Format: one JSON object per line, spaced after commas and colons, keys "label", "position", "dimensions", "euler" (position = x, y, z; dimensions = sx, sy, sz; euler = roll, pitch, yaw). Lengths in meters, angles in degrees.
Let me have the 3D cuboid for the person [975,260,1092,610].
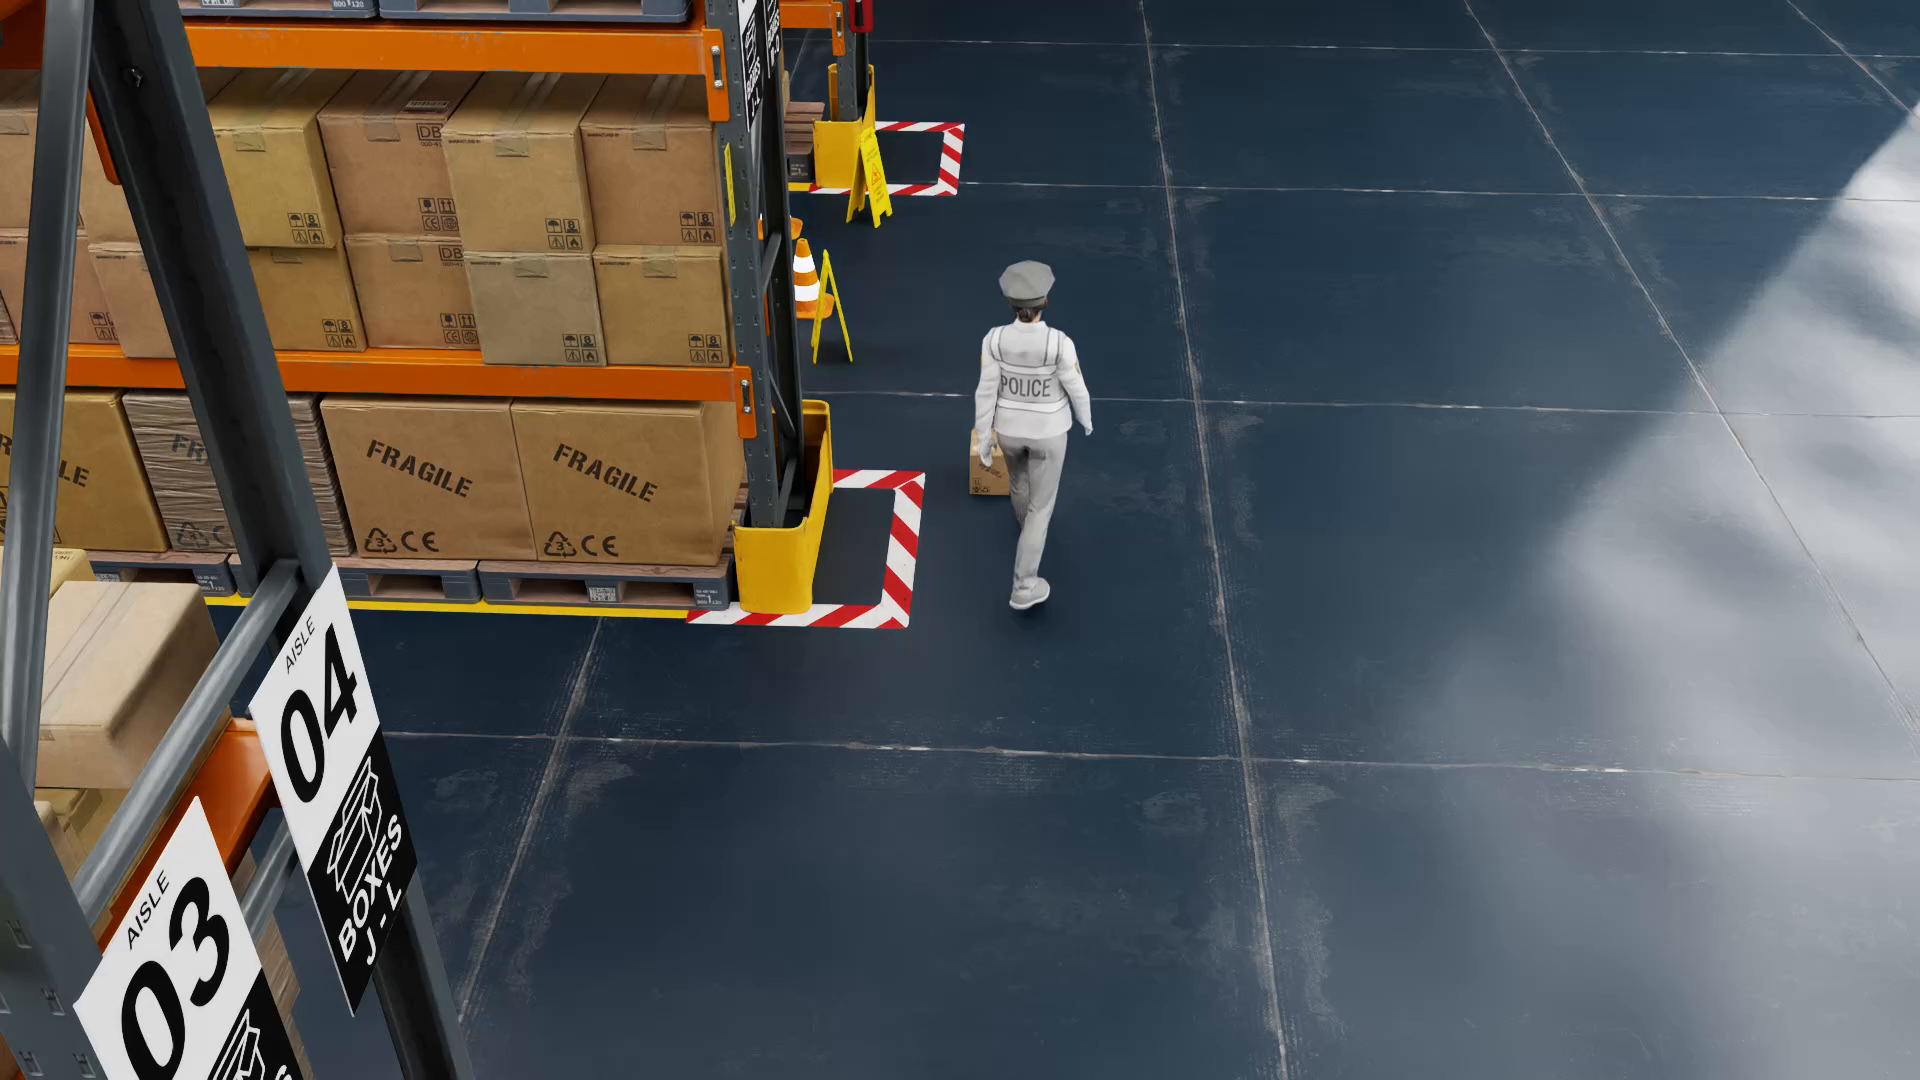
{"label": "person", "position": [0.359, -0.549, 7.858], "dimensions": [0.501, 1.633, 0.927], "euler": [13, 38, 17]}
